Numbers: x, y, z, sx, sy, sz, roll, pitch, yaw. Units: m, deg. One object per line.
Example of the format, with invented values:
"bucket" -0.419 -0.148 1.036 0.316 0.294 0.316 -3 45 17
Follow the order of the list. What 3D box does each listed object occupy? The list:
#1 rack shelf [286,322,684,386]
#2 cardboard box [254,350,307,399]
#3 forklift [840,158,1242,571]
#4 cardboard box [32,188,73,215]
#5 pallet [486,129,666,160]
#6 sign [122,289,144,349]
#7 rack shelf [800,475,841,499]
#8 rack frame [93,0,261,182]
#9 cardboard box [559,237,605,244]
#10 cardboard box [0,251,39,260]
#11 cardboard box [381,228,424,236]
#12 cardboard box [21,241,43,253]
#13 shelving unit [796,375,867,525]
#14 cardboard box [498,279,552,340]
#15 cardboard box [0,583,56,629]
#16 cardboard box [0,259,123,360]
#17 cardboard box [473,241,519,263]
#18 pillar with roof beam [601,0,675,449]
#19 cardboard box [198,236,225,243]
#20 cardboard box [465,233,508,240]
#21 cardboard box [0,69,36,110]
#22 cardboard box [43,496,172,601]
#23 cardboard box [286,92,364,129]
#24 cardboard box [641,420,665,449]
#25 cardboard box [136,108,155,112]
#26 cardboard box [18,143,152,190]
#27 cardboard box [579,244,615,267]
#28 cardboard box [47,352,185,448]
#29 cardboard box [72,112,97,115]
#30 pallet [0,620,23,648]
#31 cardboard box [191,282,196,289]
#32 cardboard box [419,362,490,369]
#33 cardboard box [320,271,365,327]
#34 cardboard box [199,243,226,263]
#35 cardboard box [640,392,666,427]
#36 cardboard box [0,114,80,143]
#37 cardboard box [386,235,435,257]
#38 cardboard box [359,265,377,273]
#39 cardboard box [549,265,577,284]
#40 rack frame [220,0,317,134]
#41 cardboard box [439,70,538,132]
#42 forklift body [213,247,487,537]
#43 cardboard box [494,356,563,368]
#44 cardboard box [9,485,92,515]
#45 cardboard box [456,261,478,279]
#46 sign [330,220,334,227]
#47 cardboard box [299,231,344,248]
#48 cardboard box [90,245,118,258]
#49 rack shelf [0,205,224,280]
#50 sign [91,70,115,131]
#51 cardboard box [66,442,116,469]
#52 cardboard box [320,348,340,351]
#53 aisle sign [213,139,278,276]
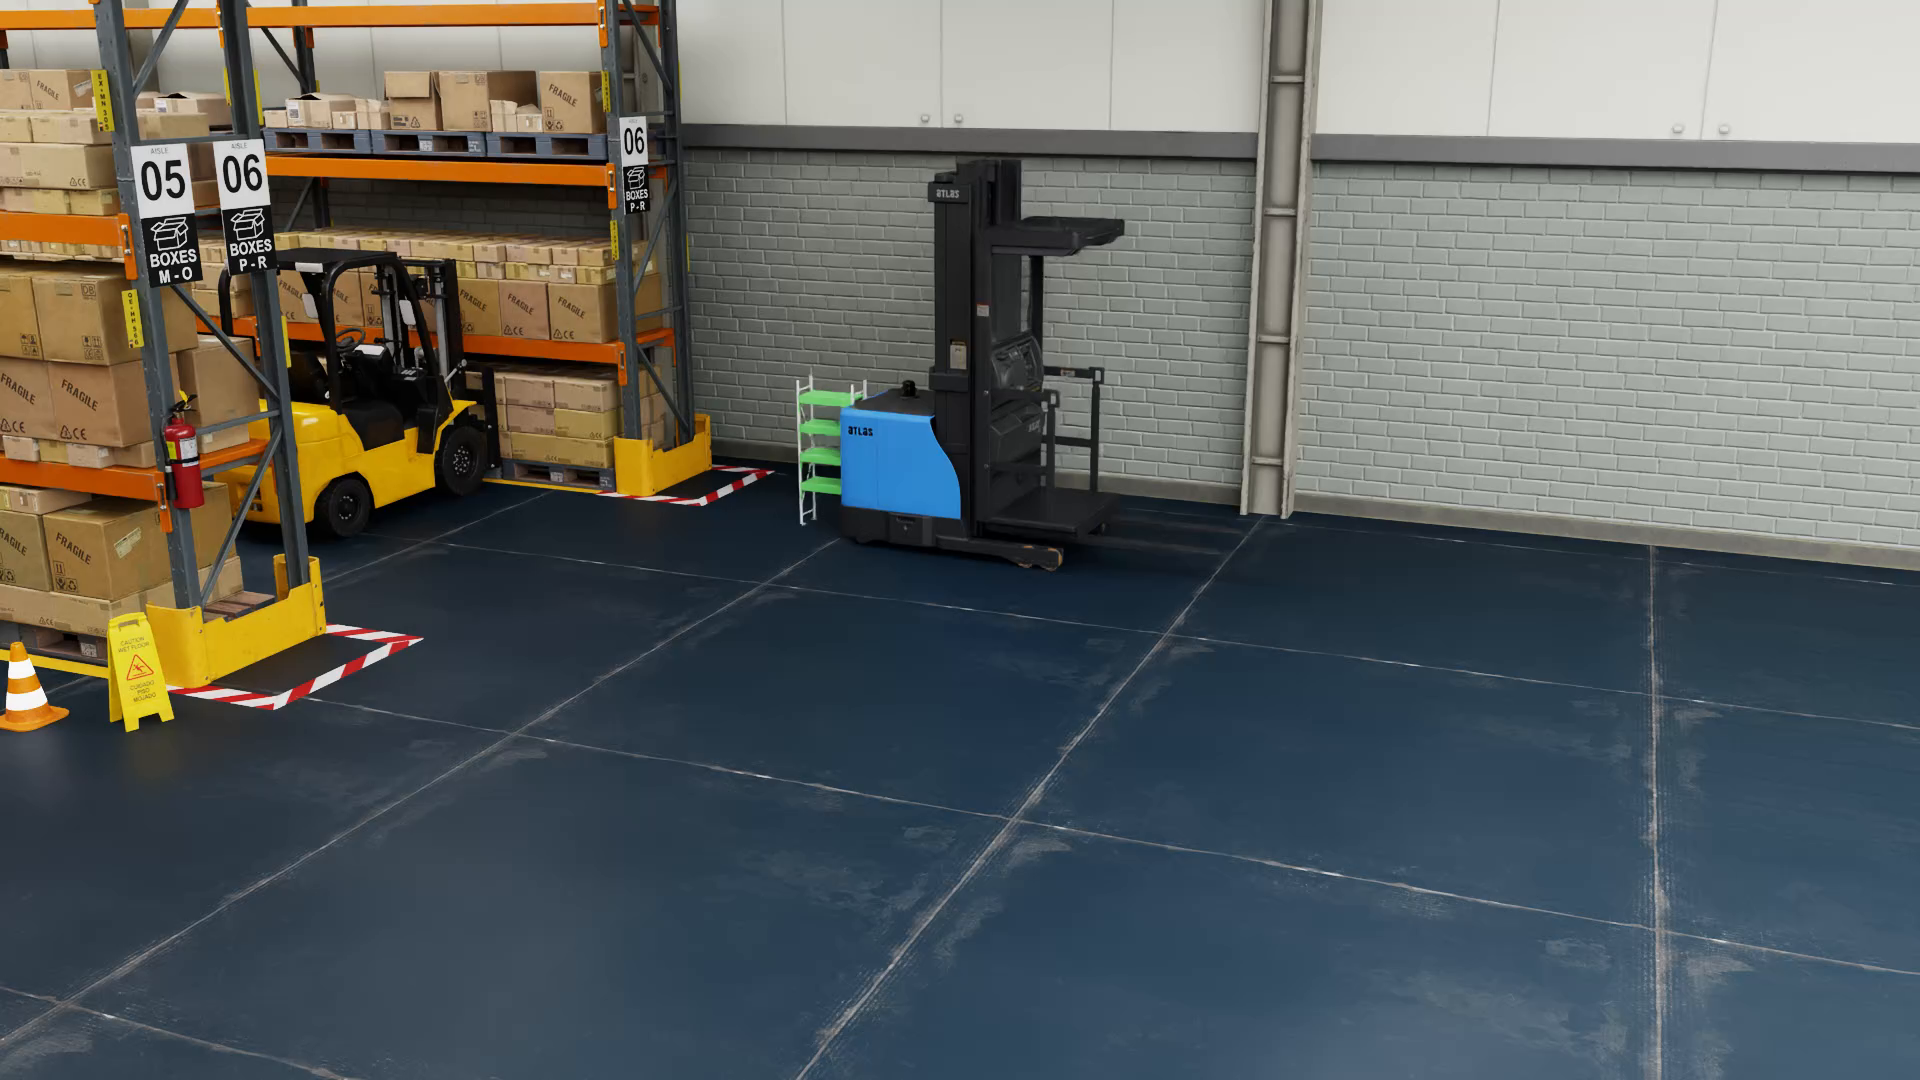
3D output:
"rack shelf" -4.544 -1.844 15.434 4.000 0.370 1.077 6 17 21
"cardboard box" -6.894 -1.505 16.485 0.625 0.625 0.875 7 18 23
"forklift" 0.619 -1.346 12.554 3.031 2.935 1.130 7 18 23
"cardboard box" -5.180 -1.998 9.745 0.250 0.149 0.380 6 17 21
"pallet" -3.332 -3.462 14.496 1.213 0.211 1.003 6 17 21
"sign" -4.724 -1.263 9.499 0.005 0.325 0.100 6 17 21
"rack shelf" -1.026 -0.409 13.519 0.480 0.148 0.258 7 18 23
"rack frame" -4.502 -3.578 9.357 0.127 3.000 1.000 6 17 21
"cardboard box" -3.400 -2.636 14.996 0.250 0.149 0.380 7 17 22
"cardboard box" -9.337 -2.811 16.848 0.500 0.250 0.500 7 18 22
"cardboard box" -5.272 -2.872 15.811 0.250 0.149 0.380 6 17 20
"cardboard box" -9.192 -2.983 16.727 0.250 0.149 0.380 6 17 21
"shelving unit" -1.026 -0.700 13.434 0.503 1.200 0.258 7 18 23
"cardboard box" -3.717 -2.070 14.745 0.500 0.500 0.500 7 18 22
"cardboard box" -5.831 0.354 10.753 0.500 0.250 0.500 6 17 21
"cardboard box" -5.525 -1.417 10.169 0.500 0.500 0.700 6 17 21
"cardboard box" -4.076 -2.548 14.696 0.250 0.149 0.380 7 18 22
"pillar with roof beam" -4.580 -4.054 10.998 0.400 9.000 9.100 6 17 21
"cardboard box" -7.361 -2.932 16.552 0.250 0.149 0.380 6 17 20
"cardboard box" -4.346 -2.742 15.363 0.250 0.149 0.380 6 17 21
"cardboard box" -9.035 -4.378 16.382 0.500 0.500 0.700 6 17 20
"cardboard box" -5.343 0.048 10.463 0.500 0.500 0.500 6 17 21
"cardboard box" -5.720 -3.893 15.050 0.500 0.311 0.500 7 17 22
"cardboard box" -3.069 -0.967 15.302 0.500 0.250 0.500 6 17 21
"cardboard box" -7.539 -3.997 15.699 0.250 0.149 0.380 6 17 20
"cardboard box" -5.076 -2.191 9.695 0.500 0.250 0.500 6 17 20
"cardboard box" -3.094 -2.469 14.422 0.250 0.149 0.380 6 17 21
"cardboard box" -5.108 -0.872 10.083 0.500 0.500 0.500 6 17 20
"cardboard box" -5.208 -2.552 10.225 0.250 0.149 0.380 6 17 21
"pallet" -6.446 0.417 11.358 1.213 0.211 1.003 6 17 21
"cardboard box" -7.437 -2.596 16.110 0.500 0.250 0.500 6 17 19
"cardboard box" -4.645 -1.466 15.227 0.500 0.250 0.500 6 17 20
"cardboard box" -5.597 -2.280 15.467 0.500 0.500 0.500 7 17 22
"cardboard box" -7.051 -2.752 15.931 0.250 0.149 0.380 6 17 20
"cardboard box" -3.045 -1.208 15.236 0.500 0.250 0.500 7 17 22
"cardboard box" -5.394 -2.415 9.753 0.250 0.149 0.380 6 17 20
"cardboard box" -4.990 -2.675 15.133 0.250 0.149 0.380 6 17 20
"cardboard box" -5.265 -2.535 15.184 0.250 0.149 0.380 6 17 20
"cardboard box" -3.358 -2.325 14.460 0.250 0.149 0.380 7 17 22
"rack frame" -6.405 -5.275 15.203 0.127 3.000 1.000 6 17 21
"cardboard box" -4.101 -3.836 14.513 0.500 0.500 0.700 6 17 21
"forklift body" -5.117 -1.298 13.786 1.214 2.155 2.313 6 17 21
"cardboard box" -3.989 -1.548 15.512 0.500 0.250 0.500 6 17 20
"cardboard box" -5.709 -0.284 10.442 0.250 0.149 0.380 7 18 22
"cardboard box" -4.311 -2.432 14.827 0.250 0.149 0.380 6 17 21
"sign" -6.203 -2.992 16.404 0.005 0.325 0.100 6 17 21
"cardboard box" -5.934 -2.788 15.520 0.250 0.149 0.380 7 17 21
"cardboard box" -8.279 -2.861 16.305 0.250 0.149 0.380 6 17 19
"rack shelf" -6.362 -1.996 10.581 4.000 0.370 1.077 6 17 21
"sign" -4.724 -2.421 9.163 0.005 0.325 0.100 6 17 21
"cardboard box" -5.204 -0.556 10.160 0.250 0.149 0.380 6 17 20
"cardboard box" -5.876 -1.755 16.224 0.500 0.250 0.500 7 17 22
"aisle sign" -4.330 -2.019 10.086 0.004 0.787 0.394 6 17 21
